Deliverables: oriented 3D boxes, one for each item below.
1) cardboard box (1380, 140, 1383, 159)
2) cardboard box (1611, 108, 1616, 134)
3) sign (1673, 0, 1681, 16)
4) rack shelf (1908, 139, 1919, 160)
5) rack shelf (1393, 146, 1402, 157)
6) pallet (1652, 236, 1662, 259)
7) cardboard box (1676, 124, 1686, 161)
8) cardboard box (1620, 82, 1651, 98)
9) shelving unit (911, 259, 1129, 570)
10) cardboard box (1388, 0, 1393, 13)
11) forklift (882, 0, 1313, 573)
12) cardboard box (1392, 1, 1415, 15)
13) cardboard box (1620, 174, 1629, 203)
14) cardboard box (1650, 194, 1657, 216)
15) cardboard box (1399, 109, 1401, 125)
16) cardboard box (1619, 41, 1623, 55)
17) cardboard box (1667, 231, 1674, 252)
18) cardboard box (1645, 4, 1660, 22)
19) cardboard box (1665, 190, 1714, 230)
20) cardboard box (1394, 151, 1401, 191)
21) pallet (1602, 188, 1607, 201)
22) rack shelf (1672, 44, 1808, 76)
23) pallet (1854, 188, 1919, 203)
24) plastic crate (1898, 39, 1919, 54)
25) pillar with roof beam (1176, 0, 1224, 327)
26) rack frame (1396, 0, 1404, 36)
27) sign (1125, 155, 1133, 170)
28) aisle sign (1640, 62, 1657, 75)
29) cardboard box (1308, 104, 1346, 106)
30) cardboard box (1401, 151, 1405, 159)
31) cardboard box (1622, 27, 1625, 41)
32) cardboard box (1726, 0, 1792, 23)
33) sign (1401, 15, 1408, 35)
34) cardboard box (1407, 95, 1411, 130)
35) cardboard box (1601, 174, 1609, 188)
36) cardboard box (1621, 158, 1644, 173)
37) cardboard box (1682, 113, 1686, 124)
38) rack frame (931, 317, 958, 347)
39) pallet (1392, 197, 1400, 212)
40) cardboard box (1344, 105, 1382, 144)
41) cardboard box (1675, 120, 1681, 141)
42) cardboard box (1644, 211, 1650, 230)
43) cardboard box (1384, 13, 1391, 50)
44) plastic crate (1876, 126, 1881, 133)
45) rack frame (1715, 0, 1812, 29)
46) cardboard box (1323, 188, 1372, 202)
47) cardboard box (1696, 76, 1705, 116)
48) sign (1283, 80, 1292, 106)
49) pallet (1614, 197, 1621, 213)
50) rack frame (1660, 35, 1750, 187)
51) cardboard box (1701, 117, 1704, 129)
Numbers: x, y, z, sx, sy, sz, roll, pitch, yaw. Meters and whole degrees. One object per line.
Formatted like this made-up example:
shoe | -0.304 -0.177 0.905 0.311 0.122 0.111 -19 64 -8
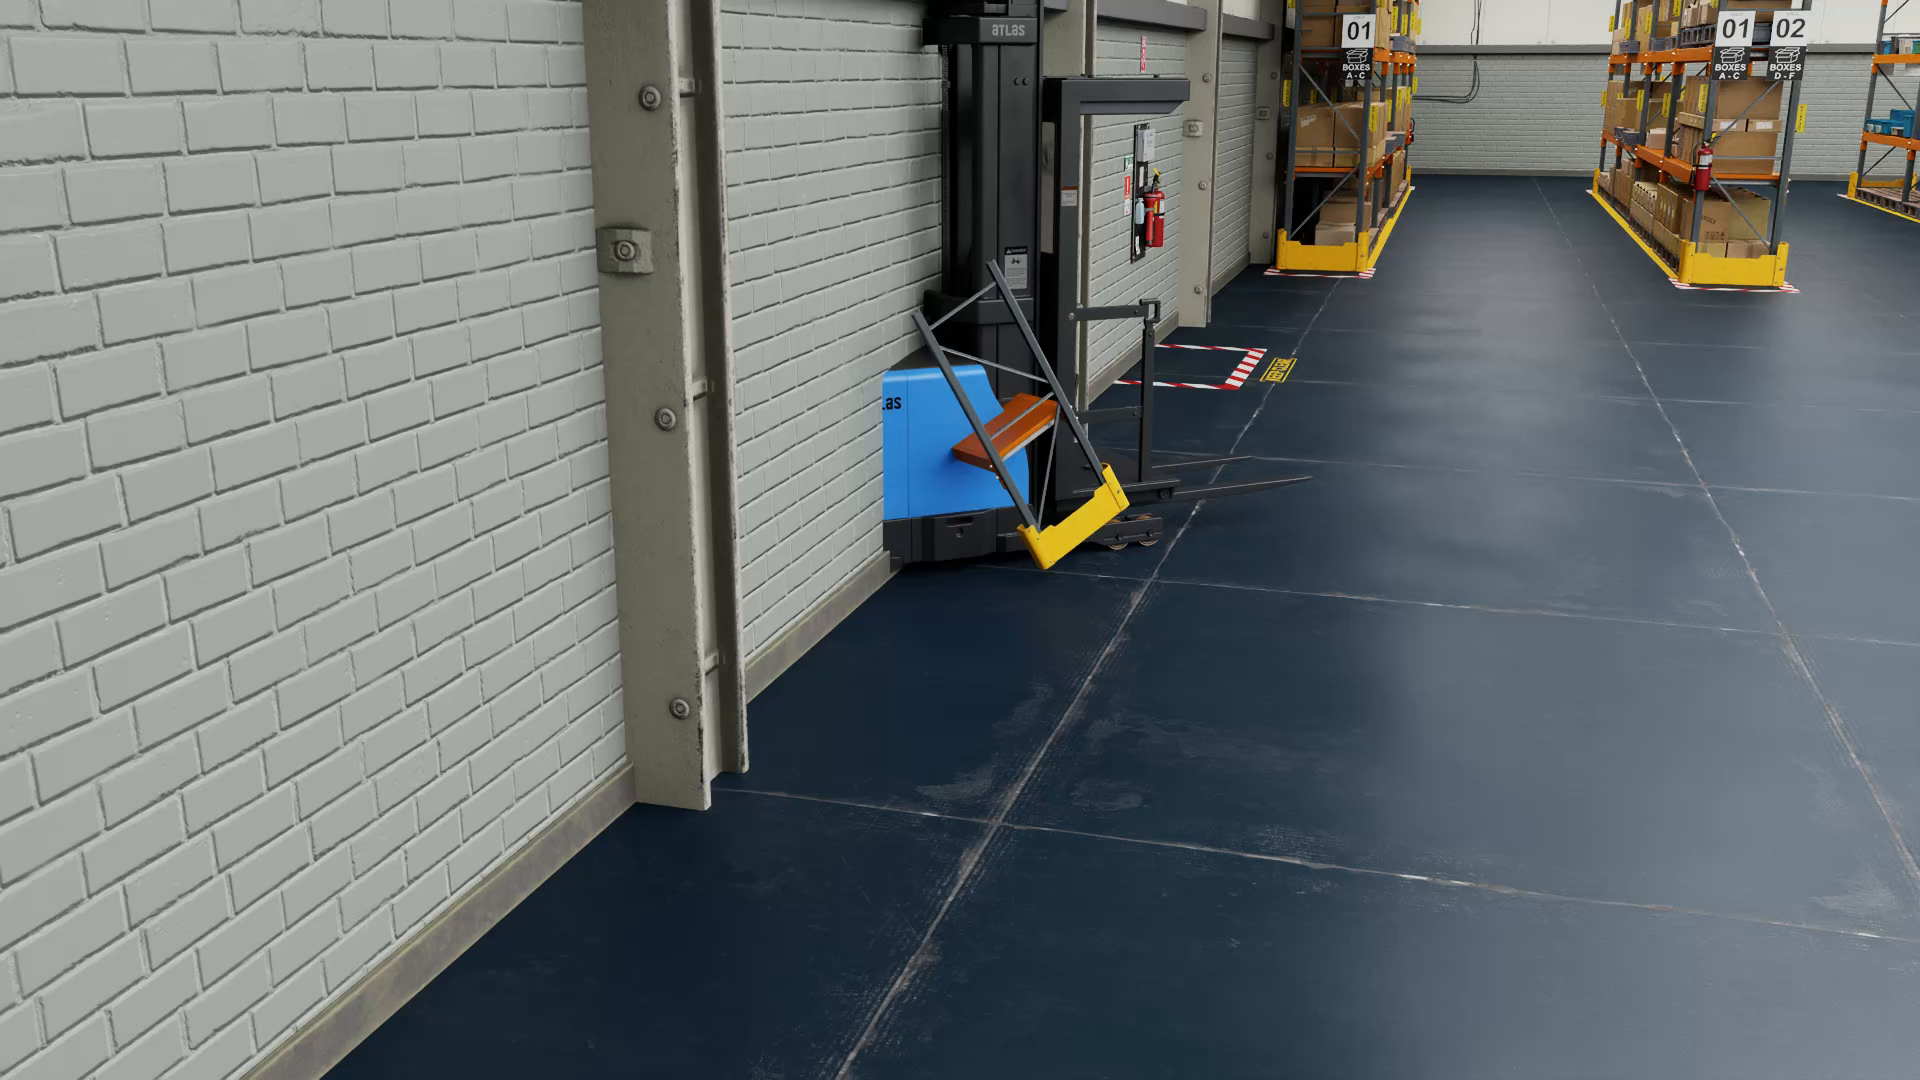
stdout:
cardboard box | 5.760 -5.575 23.726 0.500 0.250 0.500 5 16 16
cardboard box | 13.091 -8.226 32.650 0.500 0.500 0.500 5 17 17
sign | 10.109 -7.547 23.419 0.100 0.325 0.005 5 16 16
rack shelf | 17.085 -6.503 28.077 1.077 0.370 4.000 5 16 16
rack shelf | 7.587 -7.271 30.786 1.077 0.370 4.000 5 16 16
pallet | 10.366 -4.118 23.461 1.003 0.211 1.213 5 16 16
cardboard box | 10.512 -5.596 23.378 0.700 0.500 0.500 4 16 14
cardboard box | 12.801 -8.439 31.569 0.500 0.500 0.500 5 17 16
shelving unit | 0.073 -0.714 8.672 0.587 1.500 1.083 -37 25 -15
cardboard box | 5.853 -7.732 23.544 0.500 0.500 0.500 6 17 19
forklift | 0.569 -1.480 9.175 3.031 2.935 1.130 -7 17 -23
cardboard box | 8.627 -10.287 32.551 0.500 0.500 0.500 4 16 15
cardboard box | 12.100 -6.256 29.663 0.500 0.500 0.500 4 16 14
cardboard box | 10.472 -4.942 24.496 0.500 0.311 0.500 5 16 16
cardboard box | 7.702 -7.668 30.102 0.500 0.500 0.500 5 16 16
cardboard box | 13.075 -9.538 32.236 0.500 0.250 0.500 5 16 16
cardboard box | 9.636 -3.923 21.933 0.500 0.250 0.500 5 16 16
cardboard box | 12.316 -9.023 29.012 0.600 0.600 0.600 4 16 14
cardboard box | 9.776 -4.415 22.292 0.500 0.500 0.500 5 16 16
cardboard box | 8.095 -7.128 32.134 0.750 0.750 0.750 5 17 17
pallet | 13.447 -6.916 33.324 1.003 0.211 1.213 5 16 16
rack shelf | 10.064 -6.238 21.647 1.077 0.370 4.000 5 16 16
pallet | 18.519 -6.864 33.144 1.003 0.211 1.213 5 16 16
plastic crate | 17.865 -9.249 31.160 0.437 0.282 0.530 5 16 16
pillar with roof beam | 6.537 -6.234 14.816 9.100 9.000 0.400 5 16 16
rack frame | 7.019 -9.980 28.024 1.000 3.000 0.127 5 16 16
sign | 1.424 -3.174 13.986 0.001 0.109 0.331 5 16 16
aisle sign | 14.356 -10.049 34.496 0.394 0.787 0.004 5 16 16
cardboard box | 5.114 -5.837 23.276 0.500 0.500 0.500 5 17 17
cardboard box | 9.255 -8.193 35.340 0.380 0.149 0.250 5 17 17
cardboard box | 12.929 -9.648 31.708 0.500 0.250 0.500 5 16 16
cardboard box | 9.663 -6.530 20.142 0.797 0.503 0.637 6 17 20
sign | 7.538 -8.743 28.213 0.100 0.325 0.005 5 16 16
cardboard box | 8.961 -9.006 35.034 0.980 0.700 0.700 4 16 15
cardboard box | 13.332 -7.311 33.840 0.500 0.250 0.500 5 16 16
cardboard box | 12.250 -6.758 30.059 0.500 0.250 0.500 5 16 16
cardboard box | 10.227 -5.836 23.035 0.380 0.149 0.250 4 16 14
rack frame | -0.151 -0.811 9.108 0.500 1.500 0.032 -37 25 -15
pallet | 7.663 -6.271 31.052 1.003 0.211 1.213 5 16 16
cardboard box | 5.472 -5.664 22.666 0.500 0.500 0.500 4 16 14
cardboard box | 11.016 -6.050 24.979 0.500 0.500 0.500 6 17 20
cardboard box | 10.618 -4.807 25.048 0.500 0.250 0.500 4 16 15
cardboard box | 5.975 -7.396 24.192 0.500 0.500 0.500 5 17 17
plastic crate | 18.041 -8.027 32.505 0.250 0.136 0.298 5 16 16
rack frame | 9.496 -7.504 19.294 1.000 3.000 0.127 5 16 16
cardboard box | 6.075 -5.250 26.118 0.700 0.500 0.500 5 17 18
cardboard box | 10.084 -5.826 21.812 0.700 0.500 0.500 5 16 16
sign | 4.219 -5.758 21.433 0.100 0.325 0.005 5 16 16
pallet | 12.711 -6.200 30.802 1.003 0.211 1.213 5 16 16
rack frame | 10.632 -5.664 23.803 1.000 3.000 0.127 5 16 16
cardboard box | 9.641 -5.294 21.125 0.380 0.149 0.250 5 17 17
